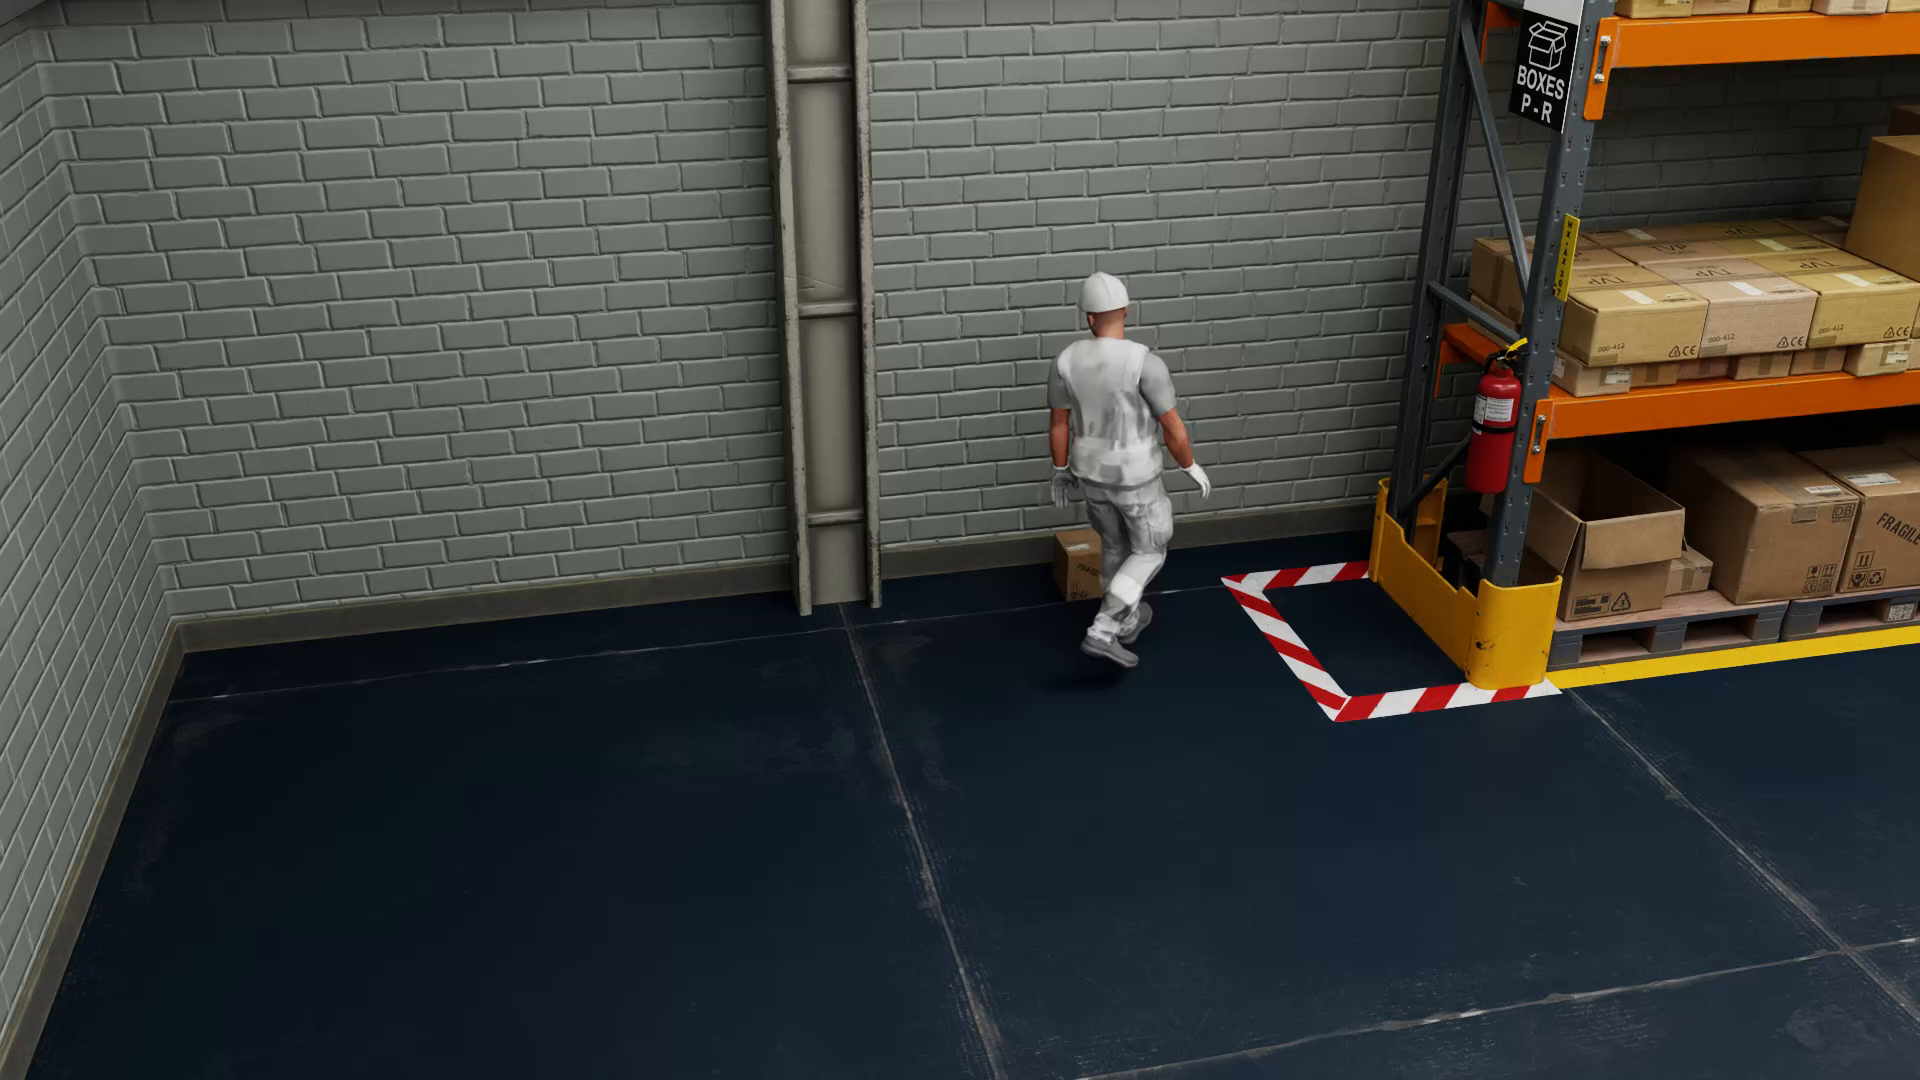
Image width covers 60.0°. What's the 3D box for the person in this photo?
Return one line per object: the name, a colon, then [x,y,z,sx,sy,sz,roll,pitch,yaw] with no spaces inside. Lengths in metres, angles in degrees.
person: [0.722,-0.253,7.166,0.666,1.731,0.741,15,30,27]
